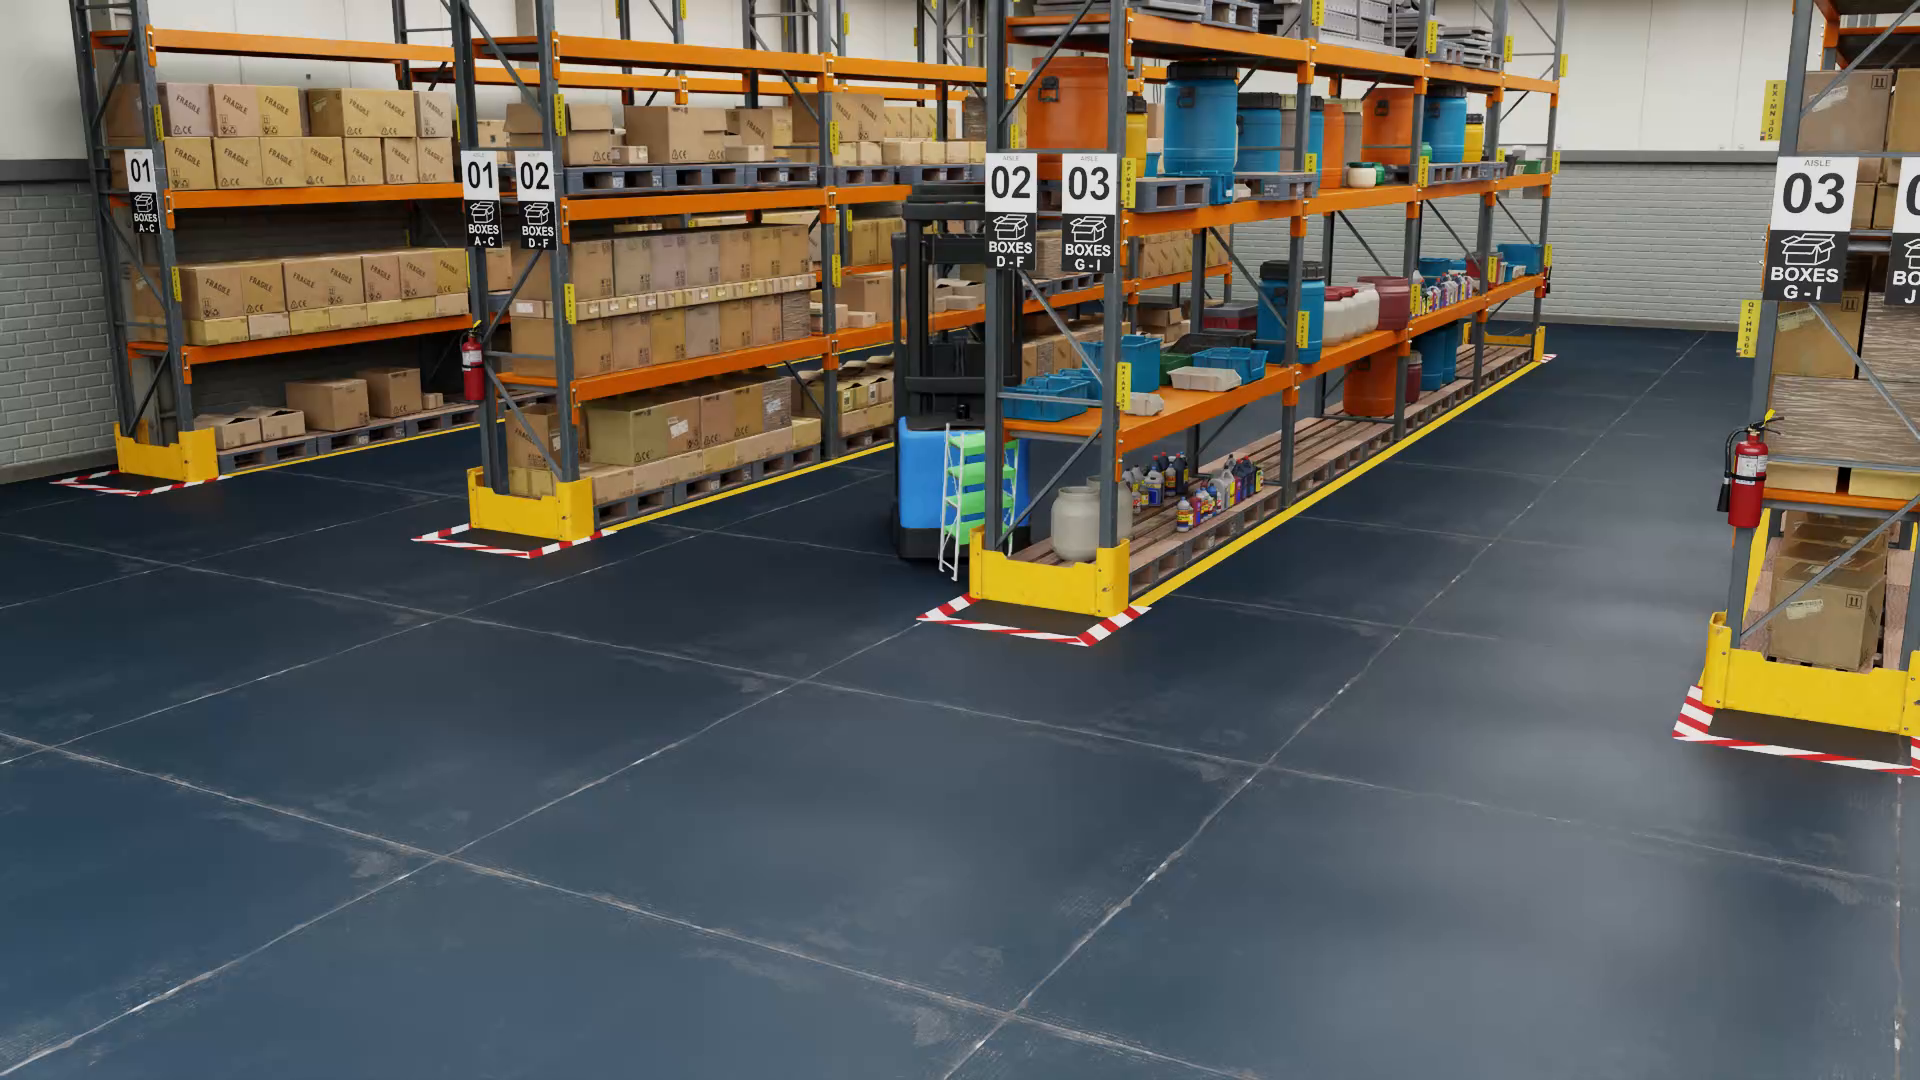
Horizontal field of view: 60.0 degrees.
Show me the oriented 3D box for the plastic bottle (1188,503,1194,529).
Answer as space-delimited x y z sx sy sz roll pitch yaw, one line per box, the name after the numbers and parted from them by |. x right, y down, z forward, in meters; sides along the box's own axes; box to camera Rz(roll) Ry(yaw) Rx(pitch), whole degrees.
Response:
1.845 -0.197 13.482 0.097 0.201 0.097 0 14 0 | plastic bottle

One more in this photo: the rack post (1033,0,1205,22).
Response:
1.122 -3.799 11.660 0.937 0.300 0.954 9 16 34 | rack post

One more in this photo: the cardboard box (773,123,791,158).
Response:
-2.960 -6.001 24.973 0.700 0.500 0.500 7 15 27 | cardboard box

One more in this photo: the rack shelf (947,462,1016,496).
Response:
0.155 -0.482 12.620 0.480 0.148 0.258 -11 27 -29 | rack shelf

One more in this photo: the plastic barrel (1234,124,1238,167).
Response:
2.199 -3.457 14.437 0.421 0.512 0.421 0 14 0 | plastic barrel

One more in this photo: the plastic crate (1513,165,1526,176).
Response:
7.599 -5.146 23.141 0.437 0.136 0.530 7 15 28 | plastic crate

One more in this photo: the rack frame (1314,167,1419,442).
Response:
4.513 -2.627 18.529 1.000 3.000 0.127 7 15 28 | rack frame

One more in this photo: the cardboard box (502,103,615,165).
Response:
-3.407 -3.445 14.110 0.797 0.503 0.637 9 16 32 | cardboard box

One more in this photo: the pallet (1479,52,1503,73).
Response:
6.073 -5.904 20.580 1.003 0.211 1.213 7 15 28 | pallet

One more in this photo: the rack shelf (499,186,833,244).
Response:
-2.722 -3.066 15.487 1.077 0.370 4.000 7 15 28 | rack shelf

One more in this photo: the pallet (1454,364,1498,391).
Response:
6.768 -2.247 22.904 1.003 0.211 1.213 7 15 28 | pallet

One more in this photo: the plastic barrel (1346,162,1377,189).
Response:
4.102 -3.730 17.002 0.301 0.262 0.301 0 14 0 | plastic barrel

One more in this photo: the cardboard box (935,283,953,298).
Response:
-0.423 -2.984 20.200 0.500 0.311 0.500 7 15 27 | cardboard box

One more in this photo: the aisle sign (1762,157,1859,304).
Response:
4.689 -1.709 9.177 0.394 0.787 0.004 7 15 28 | aisle sign

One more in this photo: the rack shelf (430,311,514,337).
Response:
-5.127 -2.989 21.567 1.077 0.370 4.000 7 15 28 | rack shelf

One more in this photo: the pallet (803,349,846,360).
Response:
-2.533 -3.047 26.224 1.003 0.211 1.213 7 15 28 | pallet

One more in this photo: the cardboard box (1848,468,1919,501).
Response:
5.328 -0.334 9.553 0.380 0.149 0.250 7 15 28 | cardboard box

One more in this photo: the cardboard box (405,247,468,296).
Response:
-6.051 -3.098 19.160 0.500 0.500 0.500 7 15 28 | cardboard box

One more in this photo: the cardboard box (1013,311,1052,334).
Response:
0.940 -2.993 22.842 0.500 0.250 0.500 7 15 27 | cardboard box

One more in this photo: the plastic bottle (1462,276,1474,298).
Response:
6.539 -3.270 21.460 0.152 0.276 0.135 7 15 28 | plastic bottle

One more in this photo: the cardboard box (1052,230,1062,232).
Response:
1.687 -4.190 23.905 0.700 0.500 0.500 2 14 9 | cardboard box

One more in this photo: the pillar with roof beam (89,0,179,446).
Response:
-4.677 -4.778 14.653 9.100 9.000 0.400 7 15 28 | pillar with roof beam

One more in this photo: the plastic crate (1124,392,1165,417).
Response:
1.360 -1.004 12.362 0.298 0.136 0.250 7 15 28 | plastic crate

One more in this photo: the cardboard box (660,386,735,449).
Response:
-2.507 -1.172 15.864 0.500 0.500 0.500 7 15 28 | cardboard box

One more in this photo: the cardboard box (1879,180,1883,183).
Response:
5.684 -1.986 9.790 0.500 0.250 0.500 7 15 27 | cardboard box

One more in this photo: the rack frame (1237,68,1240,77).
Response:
4.046 -7.746 26.965 1.000 3.000 0.127 7 15 28 | rack frame

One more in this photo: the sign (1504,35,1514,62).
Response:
6.927 -6.200 20.994 0.100 0.325 0.005 7 15 28 | sign

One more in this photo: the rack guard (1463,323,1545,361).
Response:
8.380 -3.059 25.656 1.175 0.500 0.348 7 15 28 | rack guard

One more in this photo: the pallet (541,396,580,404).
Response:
-5.130 -1.984 21.813 1.003 0.211 1.213 7 15 28 | pallet

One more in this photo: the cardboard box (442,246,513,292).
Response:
-5.817 -3.292 20.135 0.700 0.500 0.500 7 15 28 | cardboard box

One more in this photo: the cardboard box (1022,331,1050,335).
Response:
0.924 -2.620 22.897 0.500 0.500 0.500 7 15 26 | cardboard box

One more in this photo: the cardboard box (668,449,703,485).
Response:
-2.754 -0.705 15.529 0.500 0.250 0.500 7 15 28 | cardboard box

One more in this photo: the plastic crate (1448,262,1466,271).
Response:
7.191 -3.871 23.918 0.416 0.233 0.300 7 15 28 | plastic crate

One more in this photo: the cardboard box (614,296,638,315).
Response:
-3.064 -2.073 14.634 0.380 0.149 0.250 7 15 28 | cardboard box

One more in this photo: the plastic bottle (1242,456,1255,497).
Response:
2.520 -0.567 14.700 0.144 0.351 0.185 7 15 27 | plastic bottle

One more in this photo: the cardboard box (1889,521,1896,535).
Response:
7.231 -0.367 13.551 0.700 0.500 0.500 6 15 24 | cardboard box

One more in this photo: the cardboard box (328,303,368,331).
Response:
-6.777 -2.424 17.966 0.500 0.250 0.500 8 15 29 | cardboard box

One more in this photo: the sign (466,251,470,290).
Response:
-4.157 -2.290 14.155 0.100 0.325 0.005 7 15 28 | sign

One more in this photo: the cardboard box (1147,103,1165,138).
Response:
2.680 -6.193 24.574 0.700 0.500 0.500 7 15 28 | cardboard box

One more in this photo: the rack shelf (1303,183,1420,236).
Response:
3.546 -3.325 16.560 1.077 0.370 4.000 7 15 28 | rack shelf

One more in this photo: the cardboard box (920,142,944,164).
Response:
-0.516 -4.453 19.128 0.500 0.250 0.500 7 15 27 | cardboard box

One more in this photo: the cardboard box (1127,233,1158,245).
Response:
2.586 -4.609 24.404 0.500 0.500 0.500 8 16 29 | cardboard box

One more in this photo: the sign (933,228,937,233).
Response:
-0.301 -3.773 20.981 0.100 0.325 0.005 7 15 28 | sign

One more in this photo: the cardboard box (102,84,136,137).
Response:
-8.047 -4.229 16.384 0.500 0.500 0.500 8 16 31 | cardboard box

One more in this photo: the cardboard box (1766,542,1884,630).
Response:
5.557 0.334 10.685 0.500 0.500 0.500 13 19 43 | cardboard box

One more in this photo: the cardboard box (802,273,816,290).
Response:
-1.699 -2.652 17.036 0.380 0.149 0.250 7 15 28 | cardboard box

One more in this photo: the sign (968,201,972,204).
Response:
0.176 -6.004 29.563 0.100 0.325 0.005 7 15 28 | sign

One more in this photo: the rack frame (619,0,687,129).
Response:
-4.160 -6.666 22.482 1.000 3.000 0.127 7 15 28 | rack frame

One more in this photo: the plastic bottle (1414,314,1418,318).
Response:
5.204 -2.684 19.017 0.061 0.283 0.133 7 15 28 | plastic bottle

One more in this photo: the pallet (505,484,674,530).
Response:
-3.356 -0.354 15.049 1.003 0.211 1.213 7 15 28 | pallet

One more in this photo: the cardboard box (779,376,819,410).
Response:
-1.810 -1.624 18.143 0.500 0.311 0.500 7 15 28 | cardboard box

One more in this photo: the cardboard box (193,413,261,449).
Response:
-7.614 -1.146 17.187 0.500 0.311 0.500 6 15 22 | cardboard box

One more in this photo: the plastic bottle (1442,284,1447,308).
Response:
5.870 -2.967 20.189 0.061 0.283 0.133 7 15 28 | plastic bottle

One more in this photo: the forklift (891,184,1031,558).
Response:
-0.031 -1.572 14.299 1.130 2.935 3.031 -1 14 -3 | forklift

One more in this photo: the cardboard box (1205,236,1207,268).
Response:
3.574 -4.547 26.282 0.500 0.500 0.500 8 15 28 | cardboard box

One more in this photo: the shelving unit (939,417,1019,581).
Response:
0.147 -0.320 12.690 0.503 1.200 0.258 -11 27 -29 | shelving unit

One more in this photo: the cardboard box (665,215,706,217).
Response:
-3.914 -4.545 23.995 0.500 0.250 0.500 7 15 26 | cardboard box

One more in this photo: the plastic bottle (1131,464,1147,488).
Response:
1.529 -0.488 14.369 0.144 0.351 0.185 7 15 28 | plastic bottle

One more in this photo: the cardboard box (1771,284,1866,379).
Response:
5.031 -1.244 9.814 0.500 0.500 0.500 7 15 28 | cardboard box
